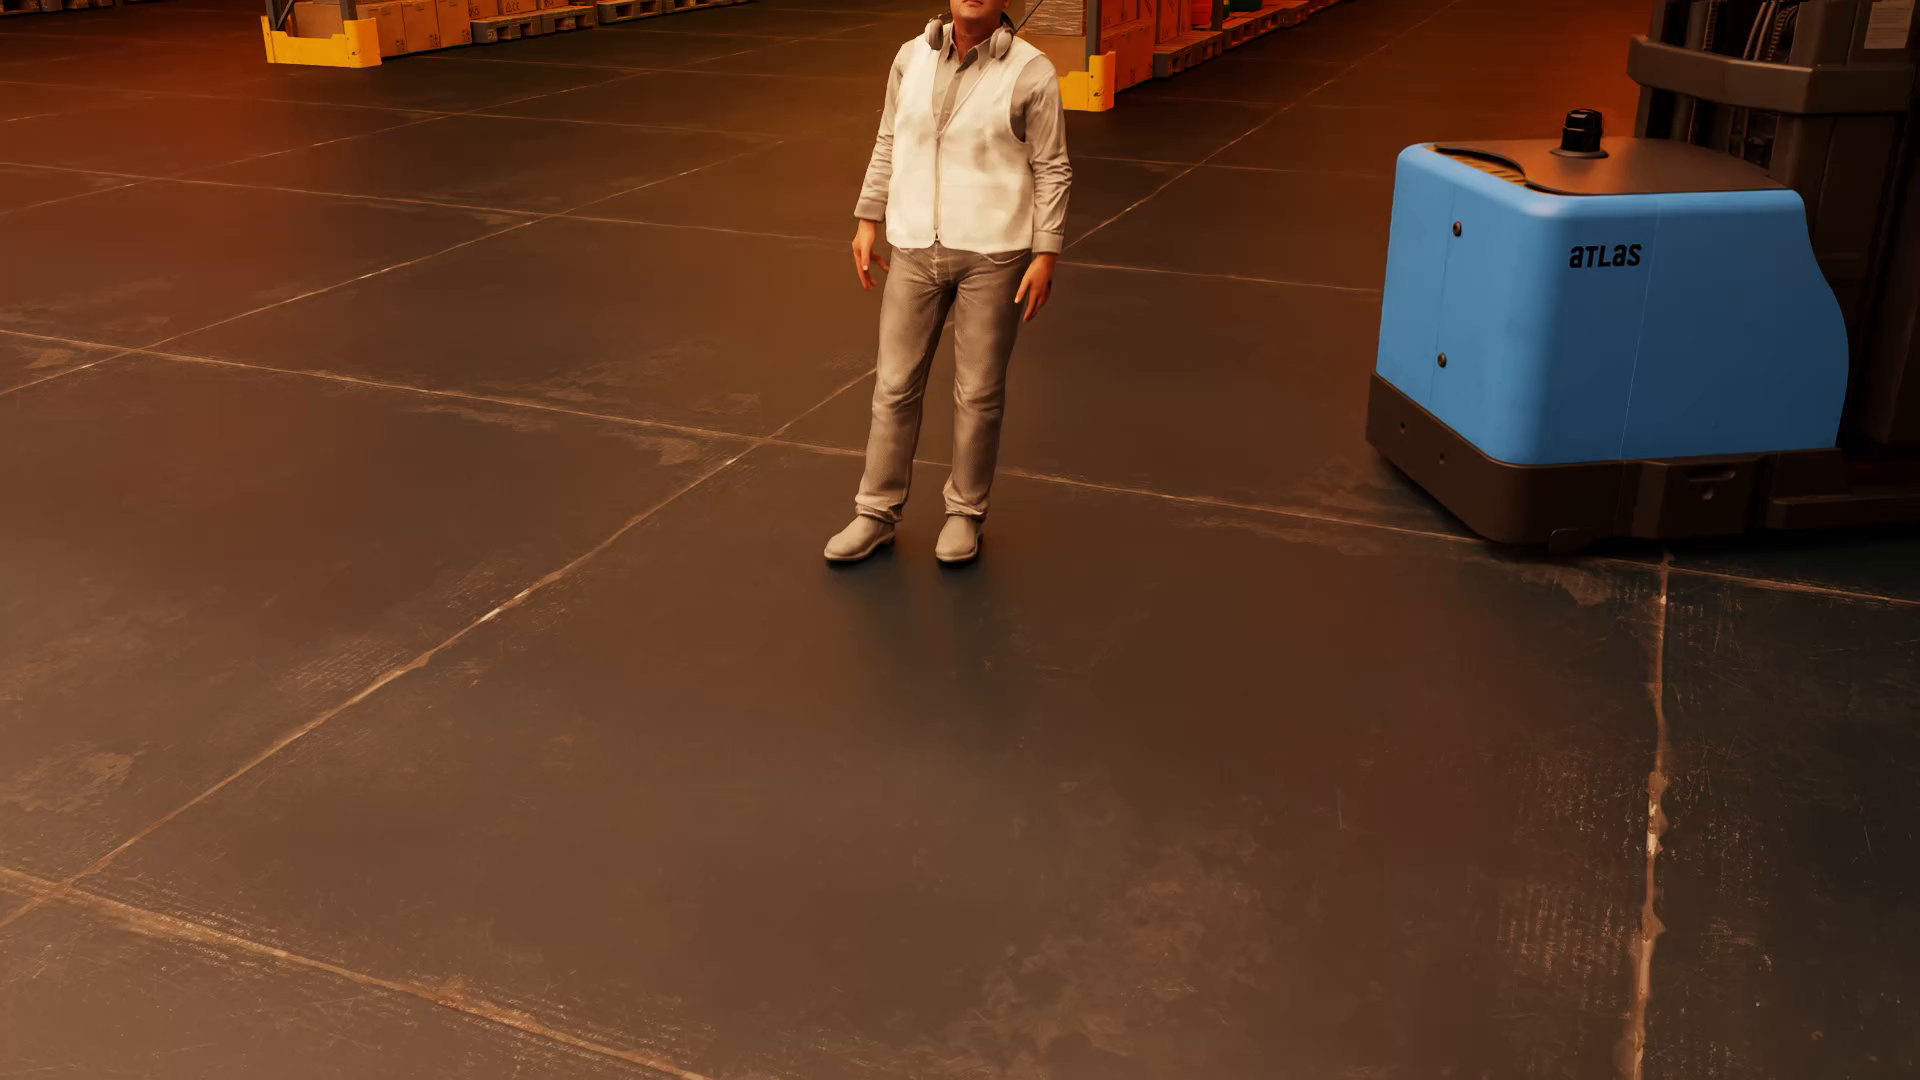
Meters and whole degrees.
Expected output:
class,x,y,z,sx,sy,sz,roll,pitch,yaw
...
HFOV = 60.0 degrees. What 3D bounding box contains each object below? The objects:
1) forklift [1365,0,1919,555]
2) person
class,x,y,z,sx,sy,sz,roll,pitch,yaw
forklift,2.963,-1.562,5.029,3.031,2.935,1.130,-4,23,-9
person,-0.035,-0.805,4.700,0.624,1.773,0.568,9,24,21
